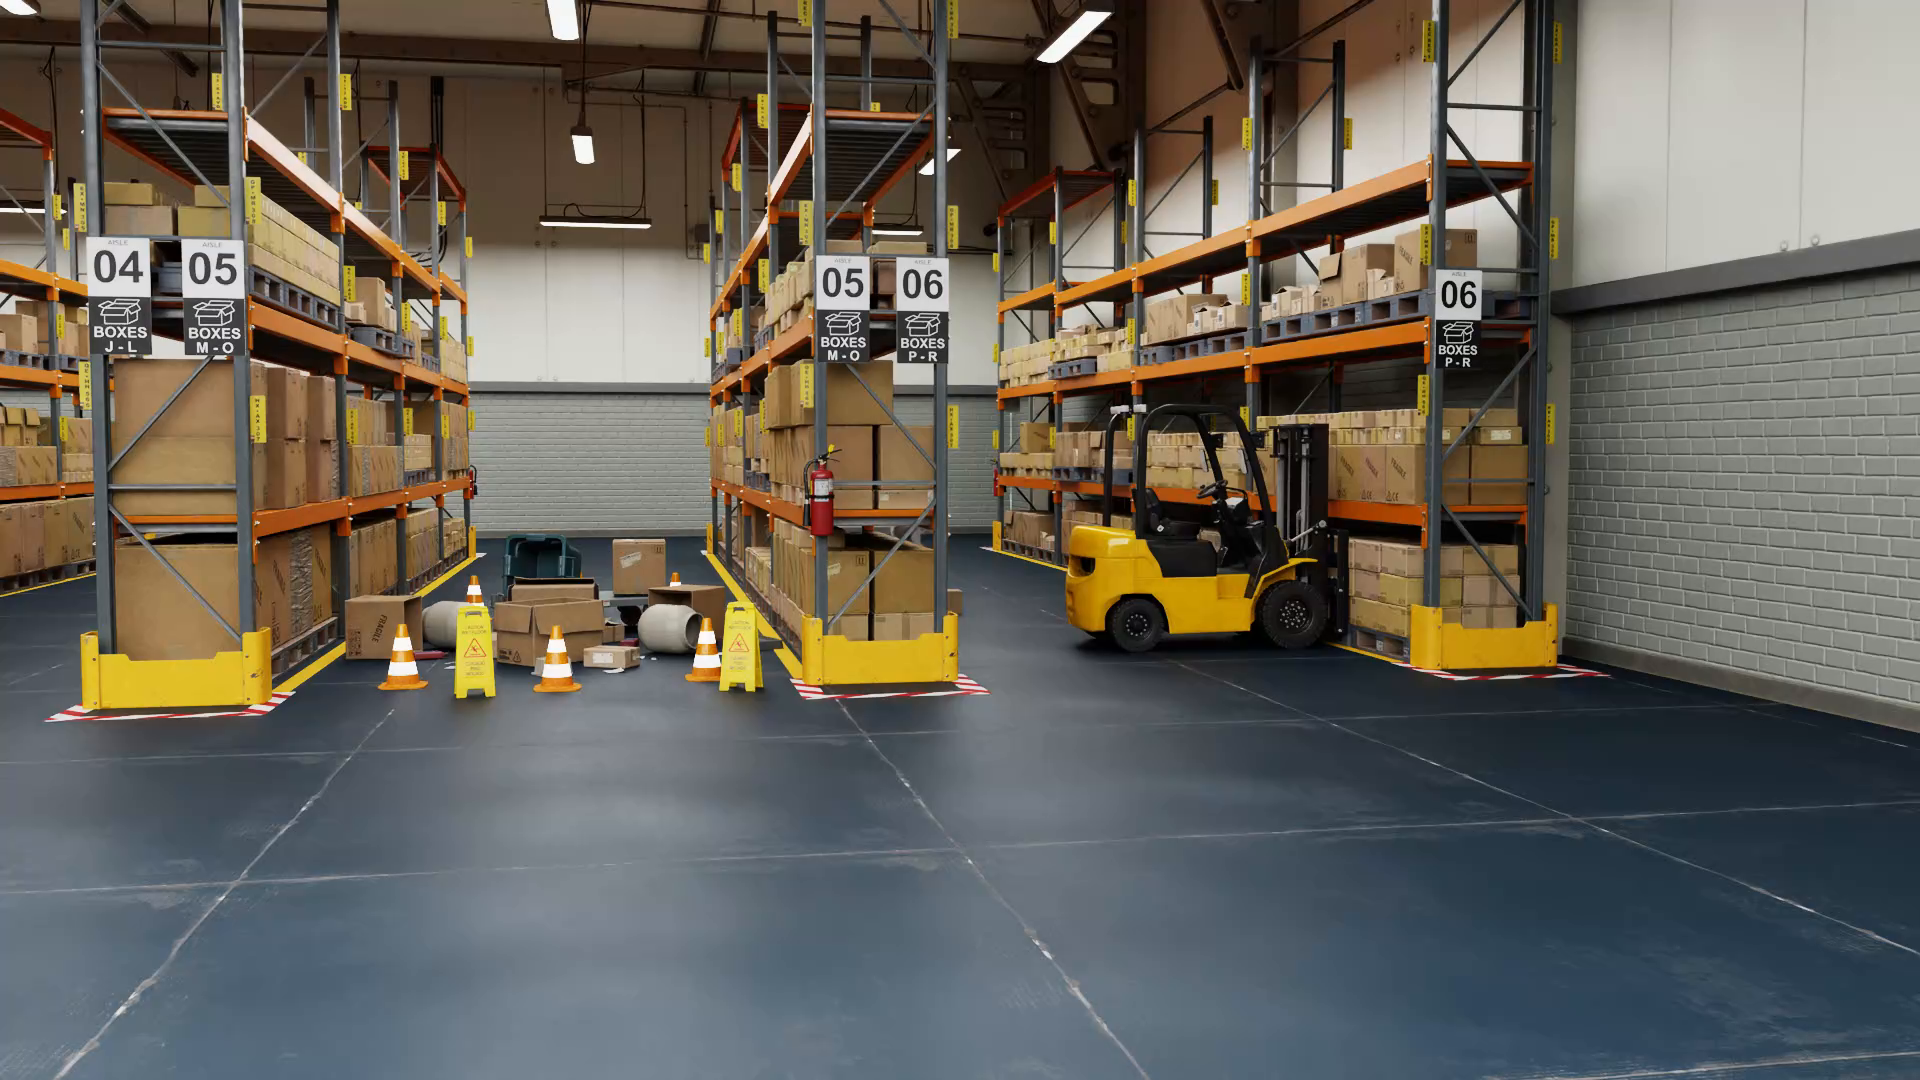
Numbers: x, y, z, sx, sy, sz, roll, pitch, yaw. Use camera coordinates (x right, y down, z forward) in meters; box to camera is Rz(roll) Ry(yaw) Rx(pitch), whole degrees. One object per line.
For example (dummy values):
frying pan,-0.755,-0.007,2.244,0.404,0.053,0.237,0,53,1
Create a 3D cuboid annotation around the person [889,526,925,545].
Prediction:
person,-0.651,-0.213,20.666,0.505,1.641,0.971,-1,3,-11
